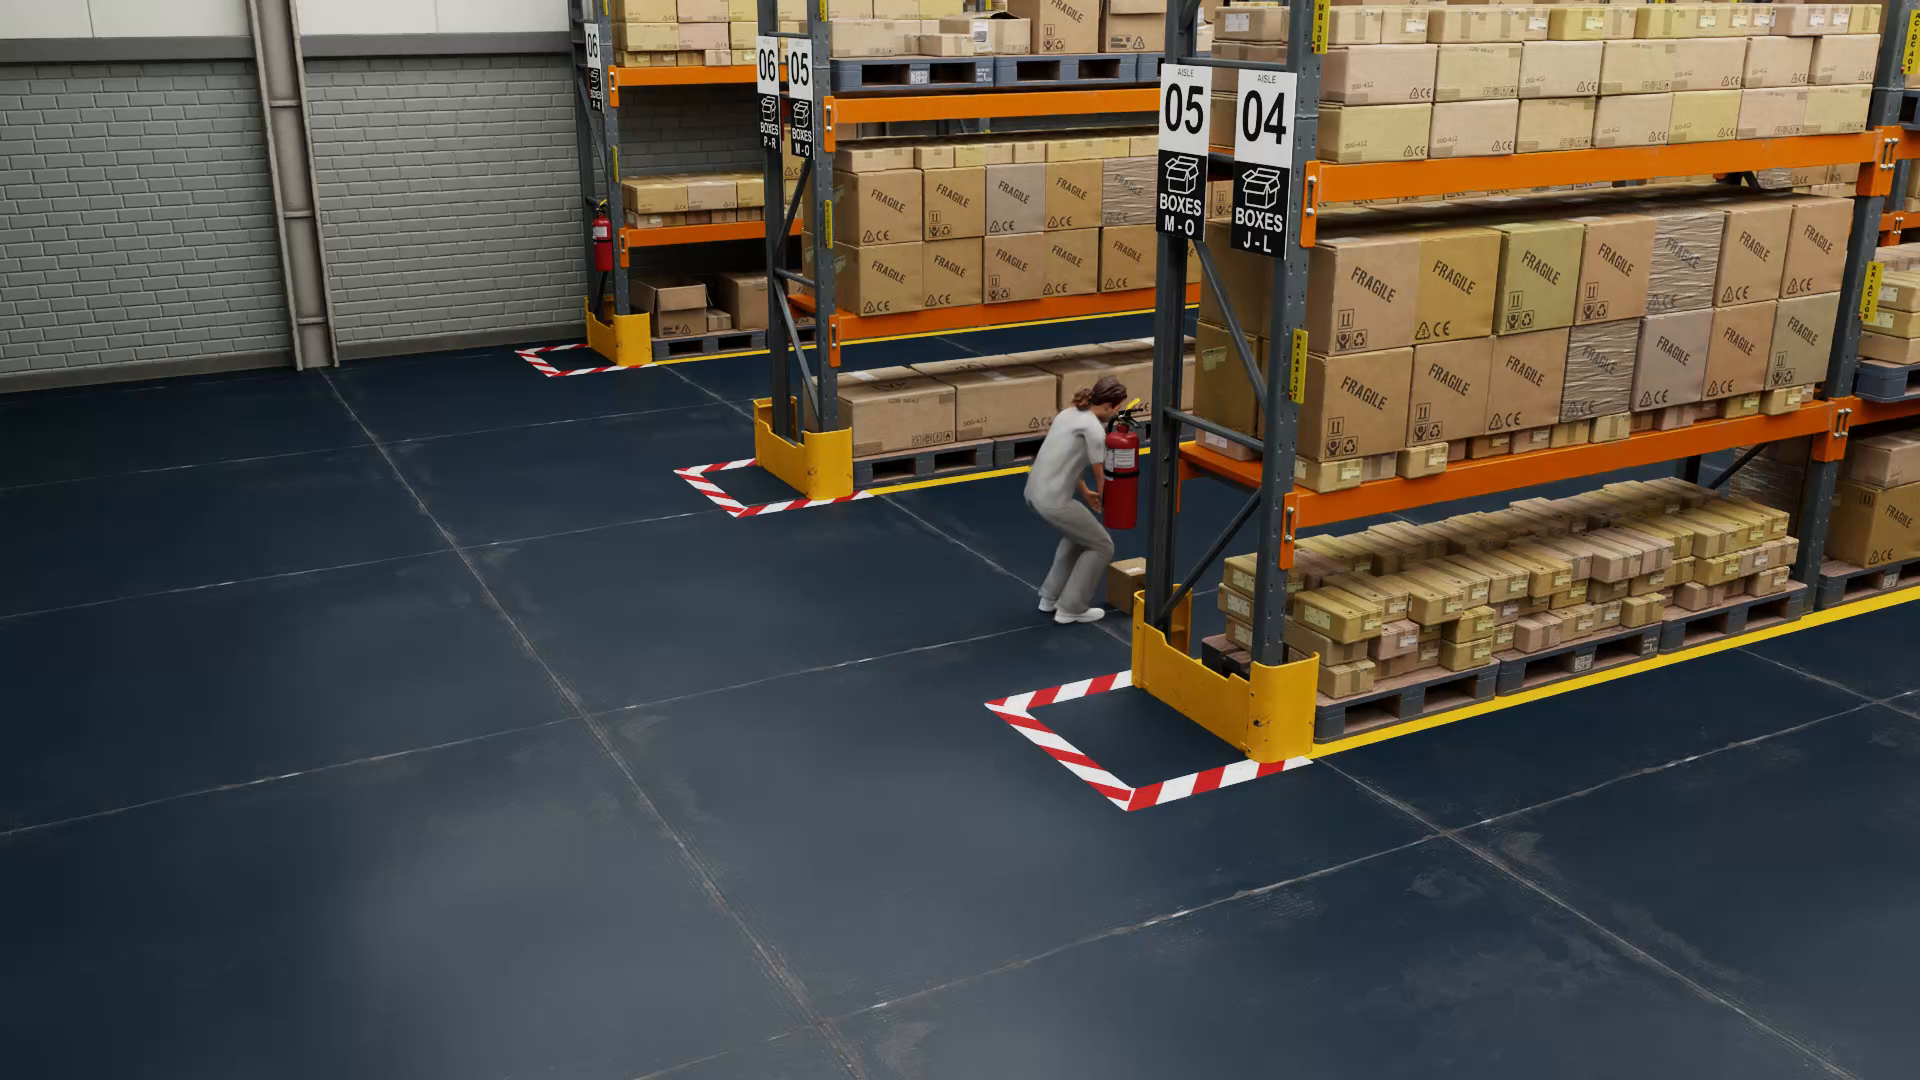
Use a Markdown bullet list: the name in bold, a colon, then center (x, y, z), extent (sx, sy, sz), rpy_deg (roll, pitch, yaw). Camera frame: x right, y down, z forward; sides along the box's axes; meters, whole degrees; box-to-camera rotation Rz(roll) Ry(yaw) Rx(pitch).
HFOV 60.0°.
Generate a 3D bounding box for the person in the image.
- **person**: center (0.670, -0.243, 9.702), extent (0.615, 1.417, 0.490), rpy_deg (-6, 20, -18)
